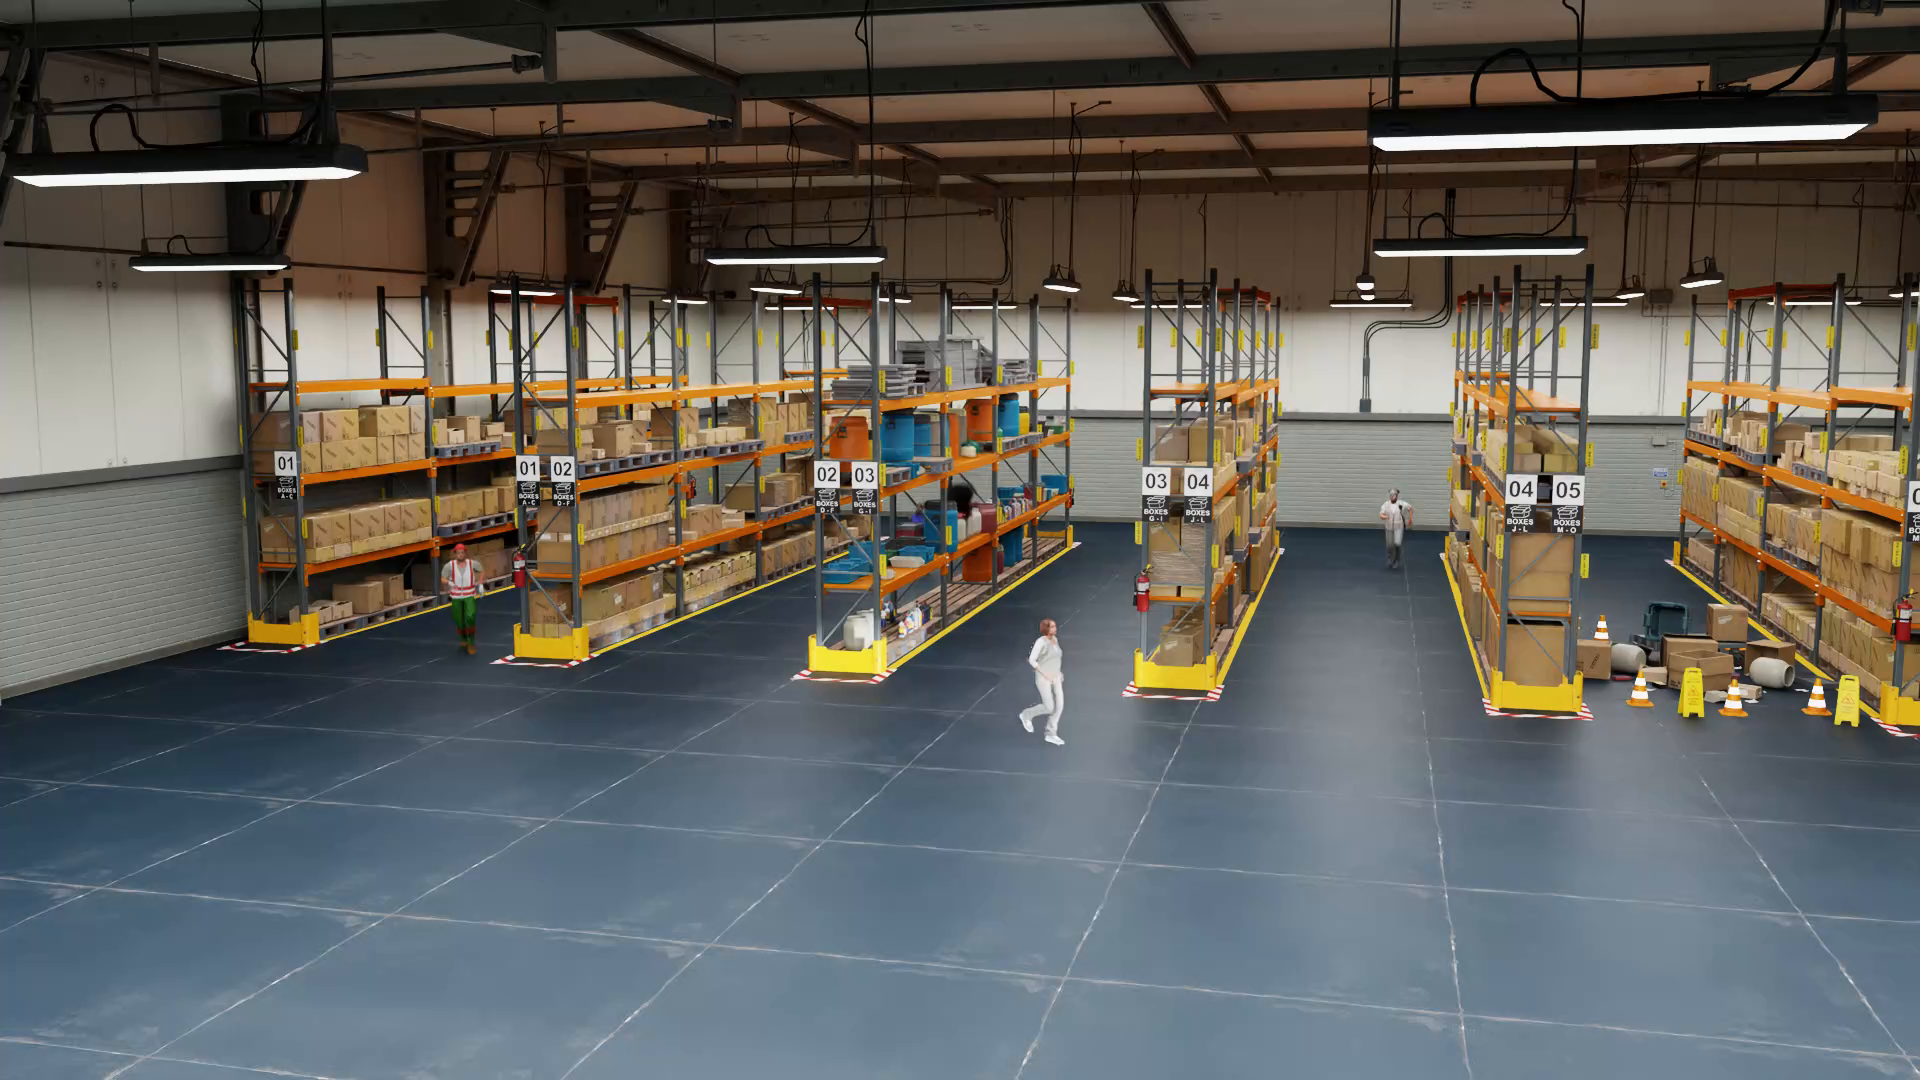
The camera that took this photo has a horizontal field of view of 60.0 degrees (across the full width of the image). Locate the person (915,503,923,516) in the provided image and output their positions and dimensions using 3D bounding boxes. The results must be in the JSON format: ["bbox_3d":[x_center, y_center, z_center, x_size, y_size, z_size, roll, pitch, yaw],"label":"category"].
[{"bbox_3d":[-0.789,-0.032,34.782,0.576,1.525,0.699,2,7,16],"label":"person"}]

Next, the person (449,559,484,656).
[{"bbox_3d":[-7.919,1.052,26.707,0.526,1.570,0.827,-2,7,-13],"label":"person"}]

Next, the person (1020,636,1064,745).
[{"bbox_3d":[1.049,1.858,20.810,0.638,1.358,0.345,6,9,40],"label":"person"}]

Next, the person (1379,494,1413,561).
[{"bbox_3d":[9.550,-0.298,36.497,0.673,1.582,0.865,3,8,25],"label":"person"}]
